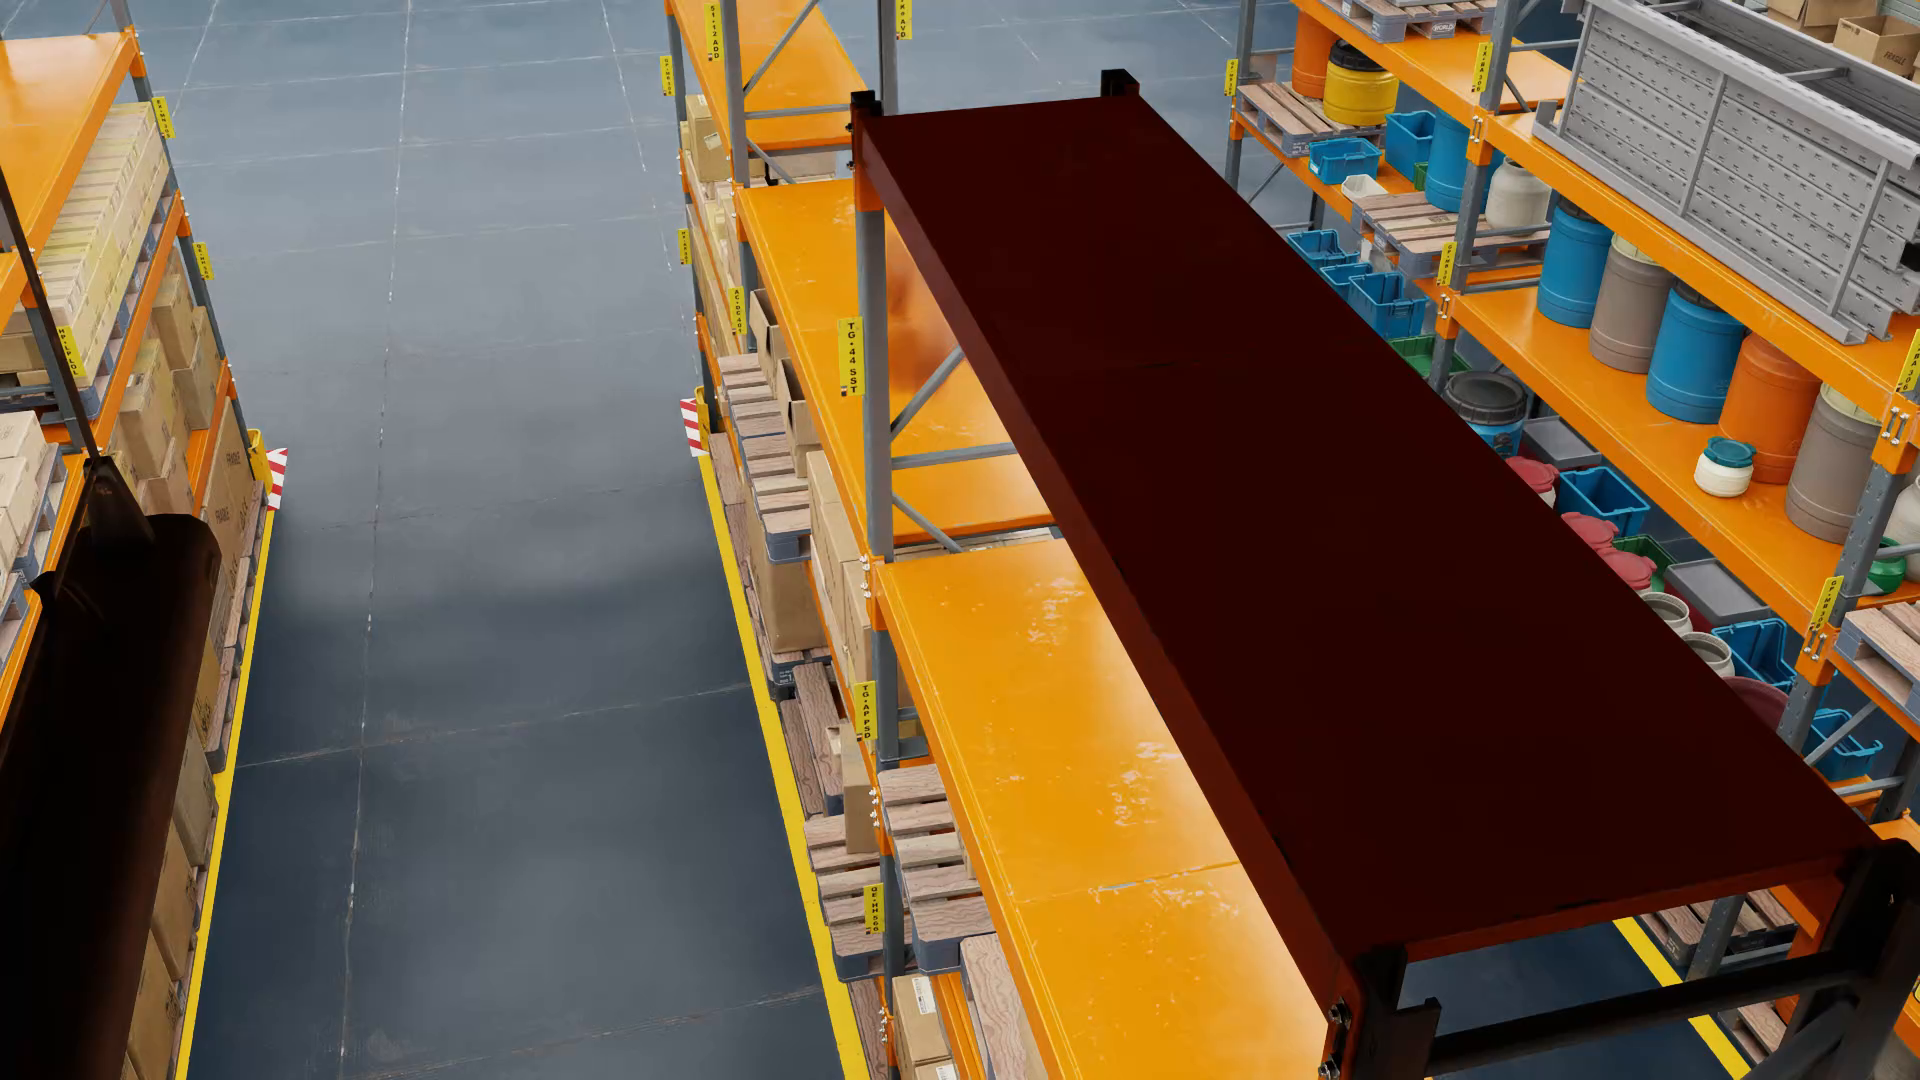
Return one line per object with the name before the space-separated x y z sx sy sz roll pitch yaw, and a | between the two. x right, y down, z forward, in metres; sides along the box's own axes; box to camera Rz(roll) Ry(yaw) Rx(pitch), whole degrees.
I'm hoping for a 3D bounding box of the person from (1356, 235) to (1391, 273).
person | 4.140 -2.613 16.585 0.582 1.529 0.509 -19 39 -25
